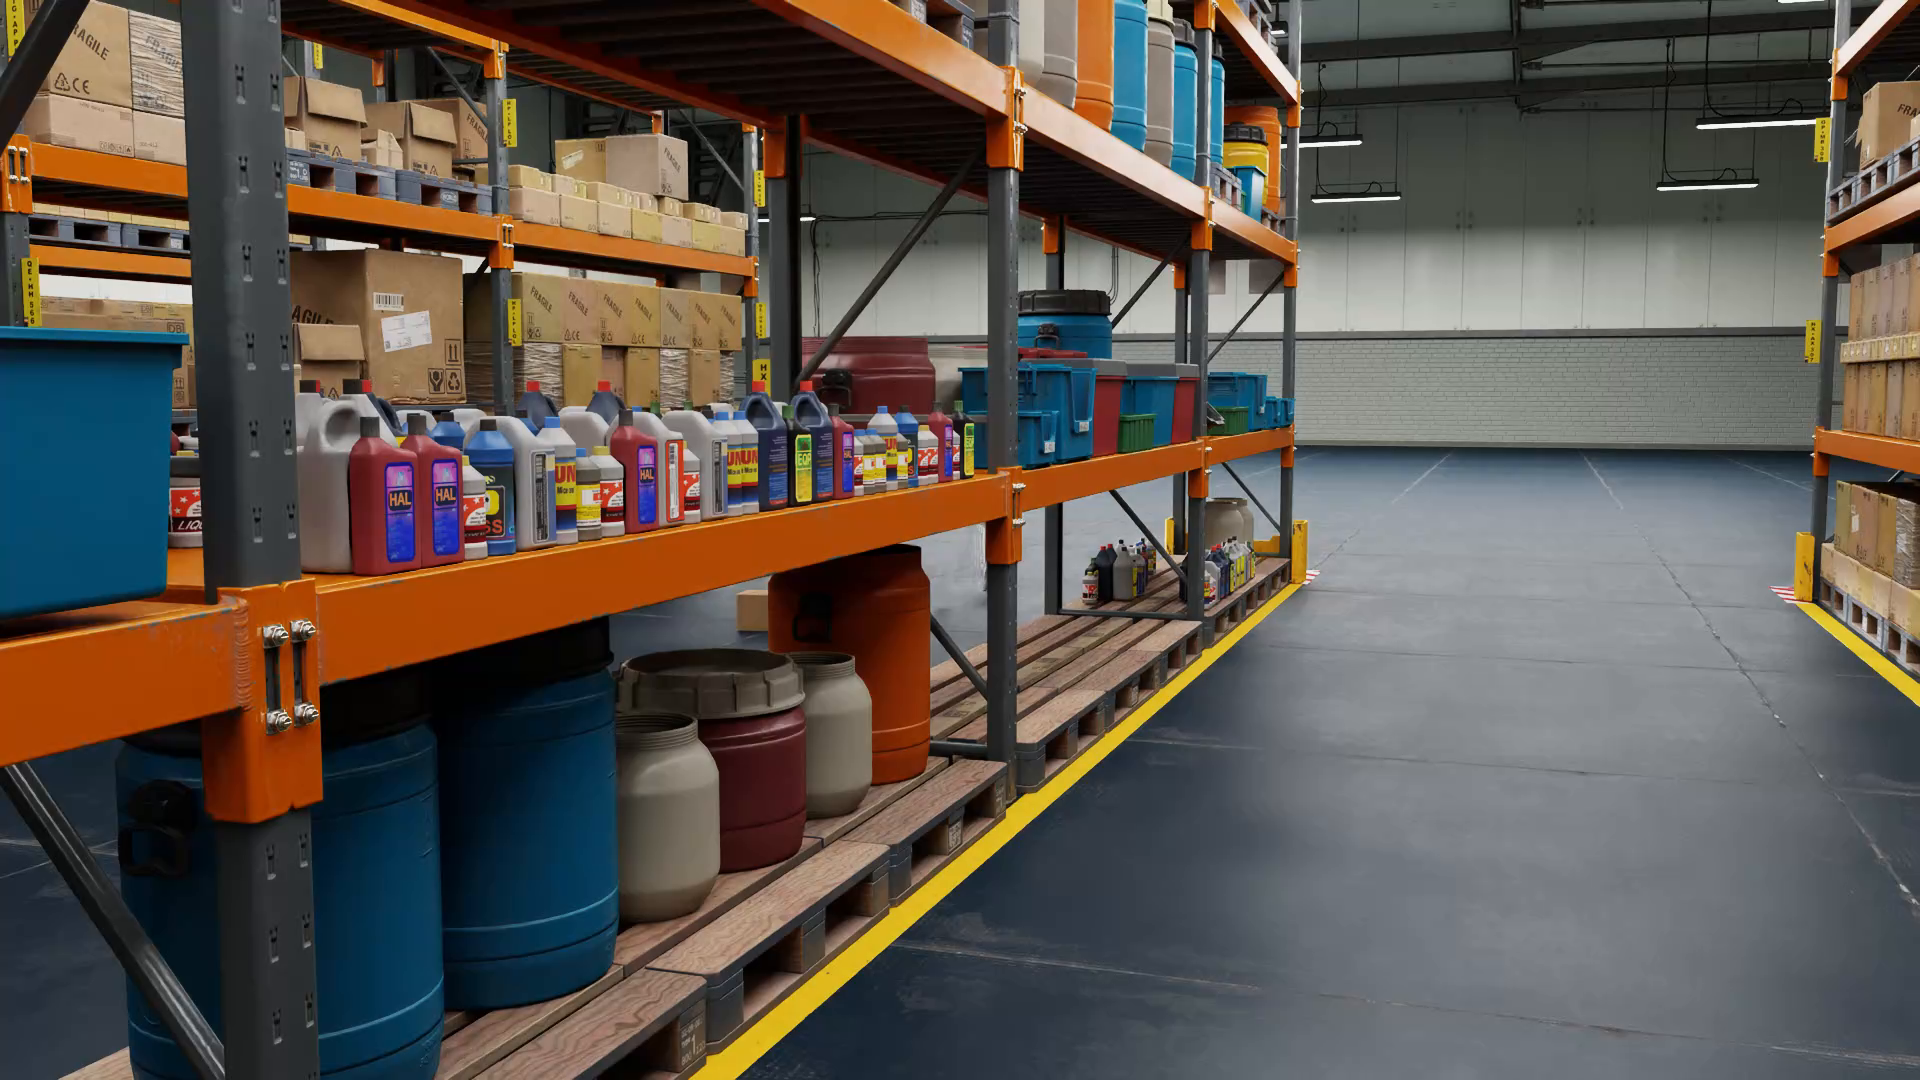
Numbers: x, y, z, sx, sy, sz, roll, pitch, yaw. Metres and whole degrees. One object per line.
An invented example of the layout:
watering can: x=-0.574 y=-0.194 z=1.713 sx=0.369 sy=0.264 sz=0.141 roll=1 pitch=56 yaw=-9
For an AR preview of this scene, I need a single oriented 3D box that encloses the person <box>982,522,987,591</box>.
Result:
person: x=0.314 y=-0.420 z=13.065 sx=0.529 sy=1.729 sz=0.500 roll=2 pitch=6 yaw=20
